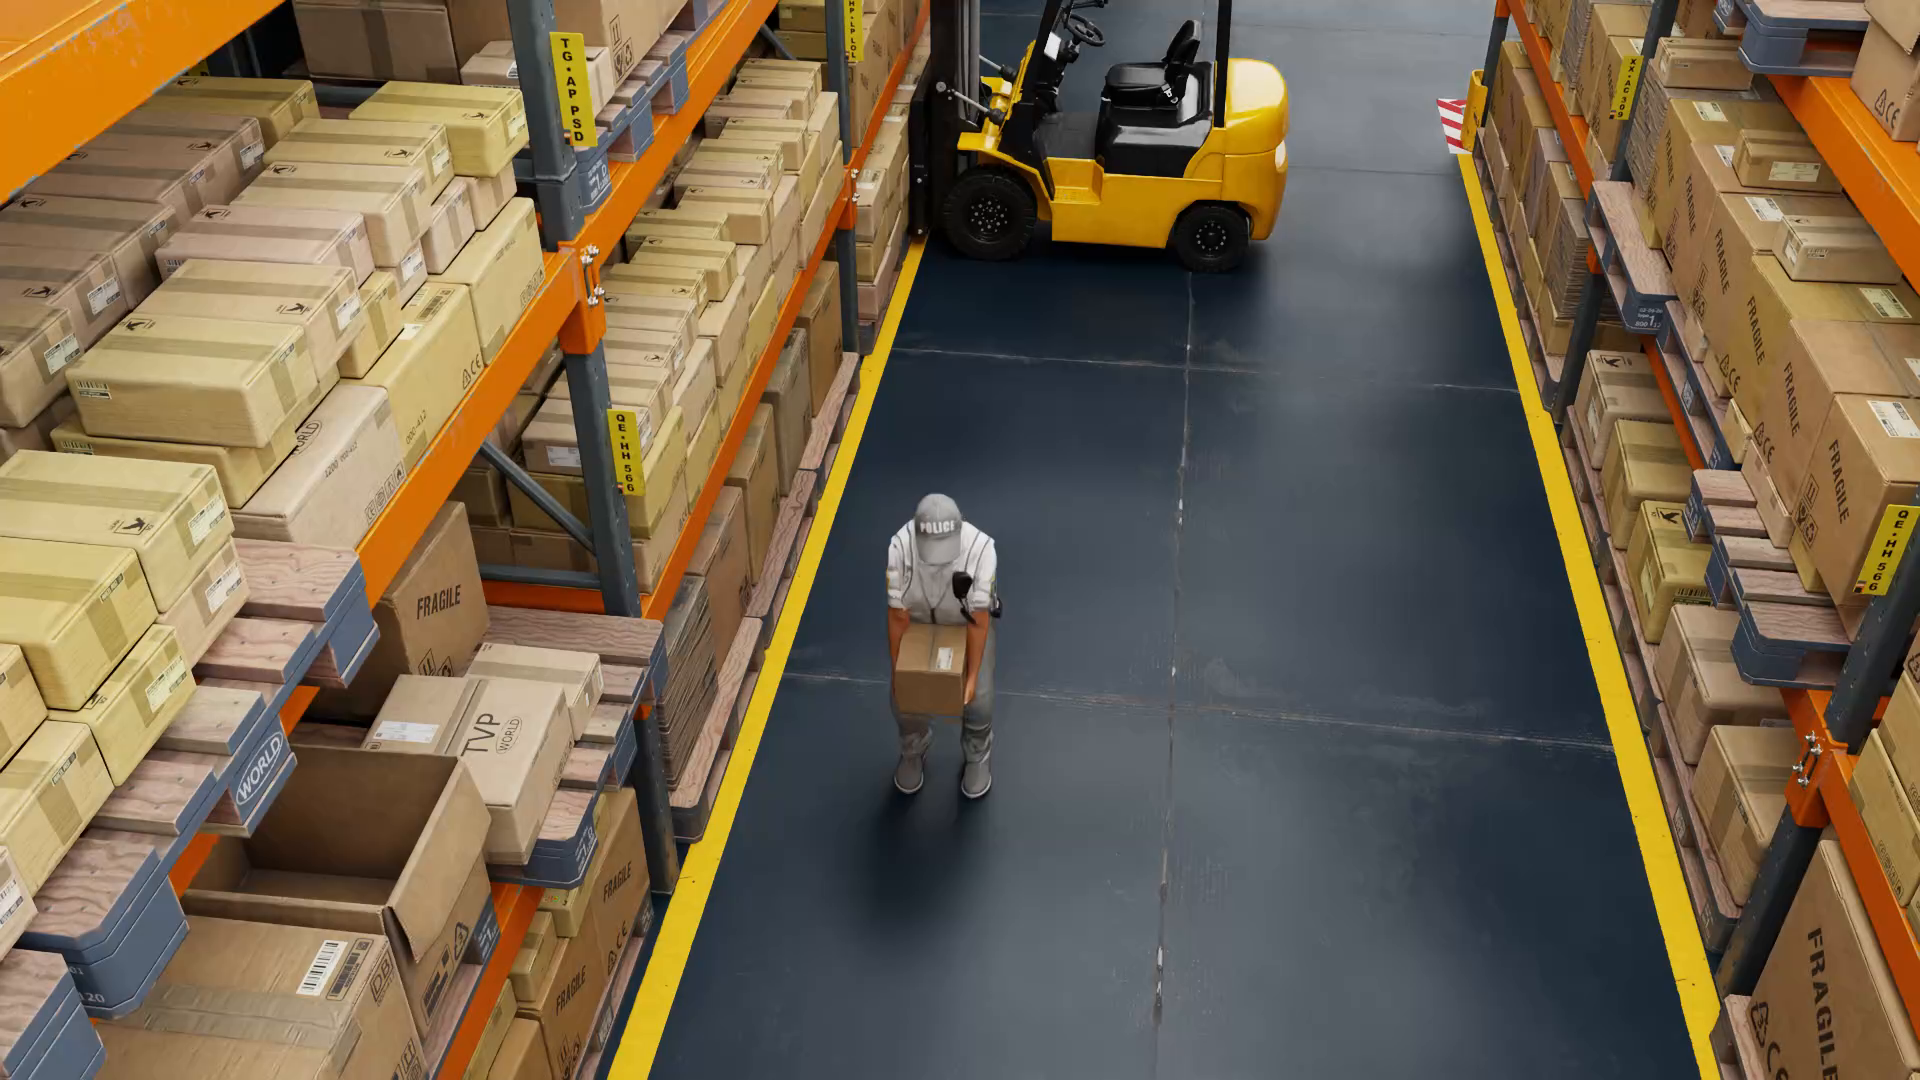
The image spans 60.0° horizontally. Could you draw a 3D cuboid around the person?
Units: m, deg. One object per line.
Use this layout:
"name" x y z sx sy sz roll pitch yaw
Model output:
"person" -0.072 0.403 6.556 0.452 1.595 0.652 4 37 5
